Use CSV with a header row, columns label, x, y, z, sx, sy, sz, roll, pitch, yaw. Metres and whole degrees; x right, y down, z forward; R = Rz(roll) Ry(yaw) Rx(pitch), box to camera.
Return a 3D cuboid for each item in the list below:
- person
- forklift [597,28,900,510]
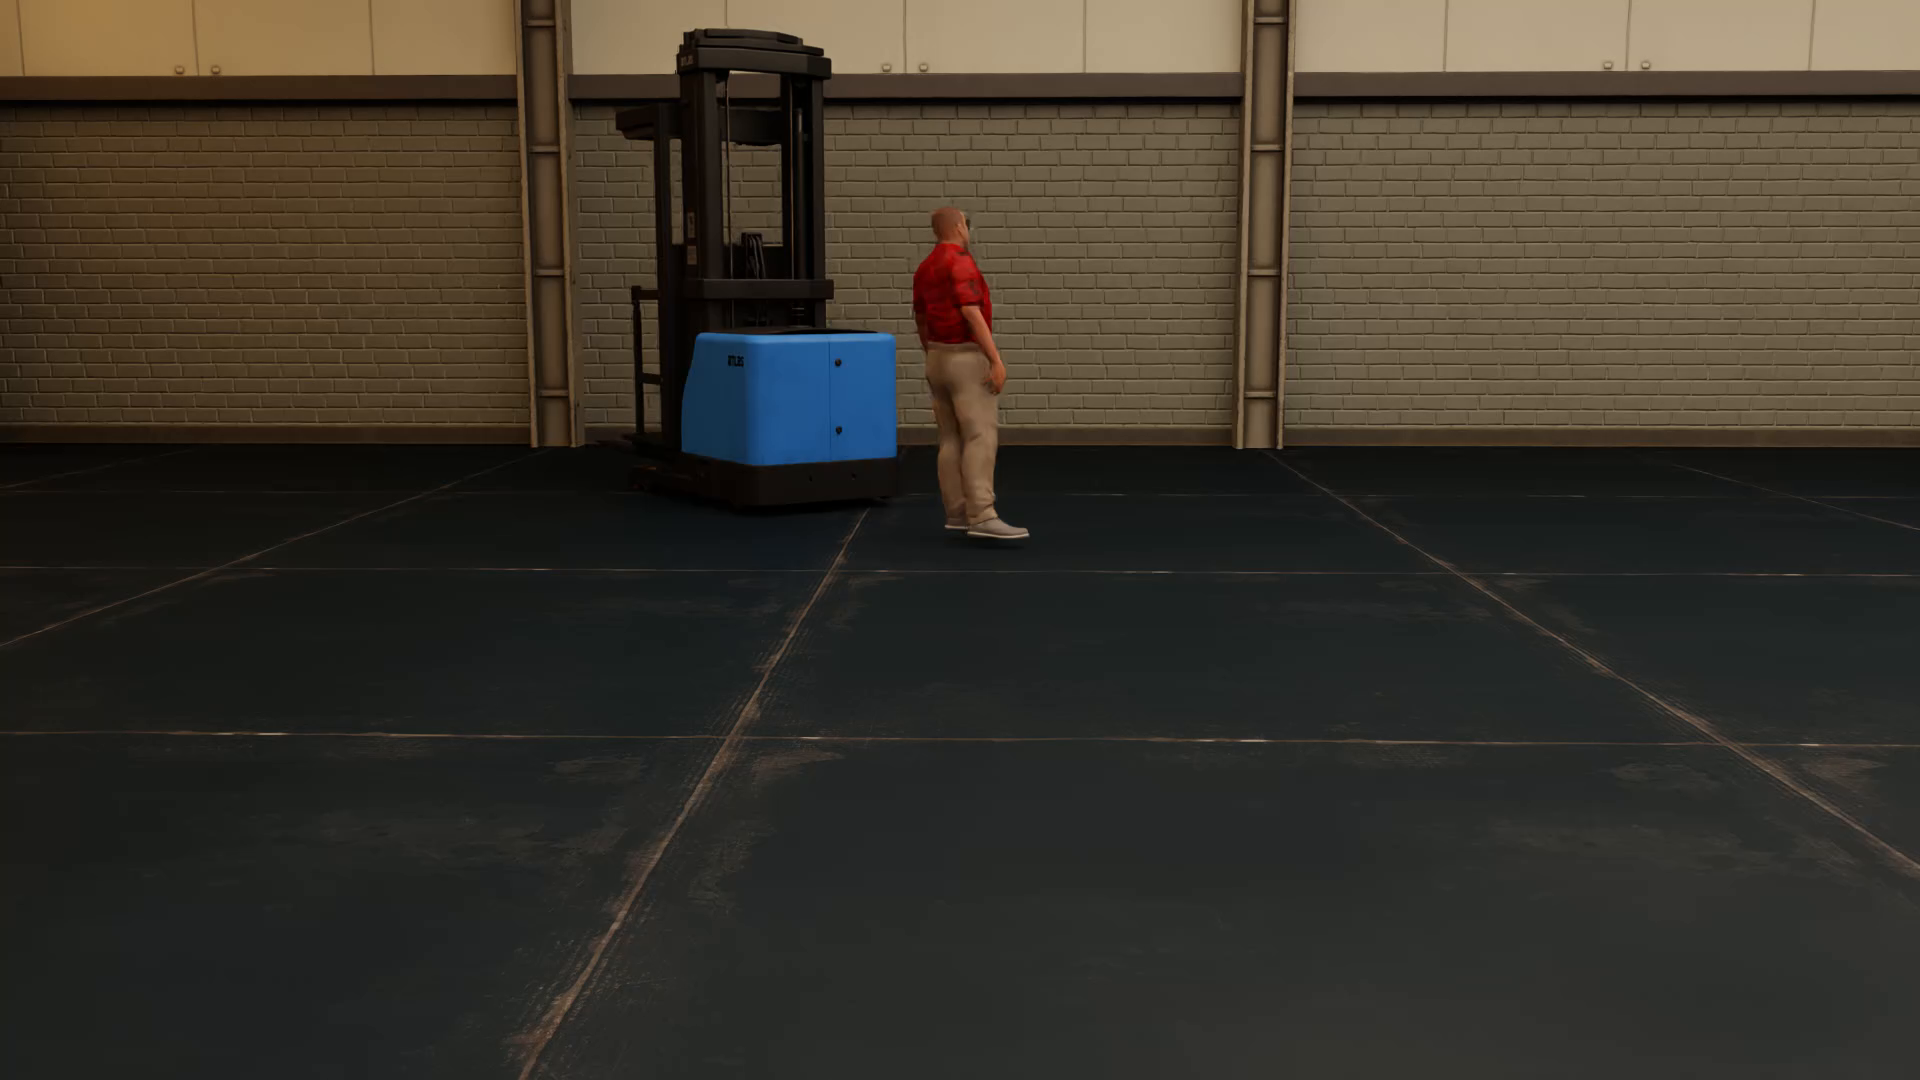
label,x,y,z,sx,sy,sz,roll,pitch,yaw
person,0.059,-0.894,8.834,0.418,1.728,0.753,-6,10,-33
forklift,-1.601,-1.806,11.122,1.130,2.935,3.031,-6,10,-33
